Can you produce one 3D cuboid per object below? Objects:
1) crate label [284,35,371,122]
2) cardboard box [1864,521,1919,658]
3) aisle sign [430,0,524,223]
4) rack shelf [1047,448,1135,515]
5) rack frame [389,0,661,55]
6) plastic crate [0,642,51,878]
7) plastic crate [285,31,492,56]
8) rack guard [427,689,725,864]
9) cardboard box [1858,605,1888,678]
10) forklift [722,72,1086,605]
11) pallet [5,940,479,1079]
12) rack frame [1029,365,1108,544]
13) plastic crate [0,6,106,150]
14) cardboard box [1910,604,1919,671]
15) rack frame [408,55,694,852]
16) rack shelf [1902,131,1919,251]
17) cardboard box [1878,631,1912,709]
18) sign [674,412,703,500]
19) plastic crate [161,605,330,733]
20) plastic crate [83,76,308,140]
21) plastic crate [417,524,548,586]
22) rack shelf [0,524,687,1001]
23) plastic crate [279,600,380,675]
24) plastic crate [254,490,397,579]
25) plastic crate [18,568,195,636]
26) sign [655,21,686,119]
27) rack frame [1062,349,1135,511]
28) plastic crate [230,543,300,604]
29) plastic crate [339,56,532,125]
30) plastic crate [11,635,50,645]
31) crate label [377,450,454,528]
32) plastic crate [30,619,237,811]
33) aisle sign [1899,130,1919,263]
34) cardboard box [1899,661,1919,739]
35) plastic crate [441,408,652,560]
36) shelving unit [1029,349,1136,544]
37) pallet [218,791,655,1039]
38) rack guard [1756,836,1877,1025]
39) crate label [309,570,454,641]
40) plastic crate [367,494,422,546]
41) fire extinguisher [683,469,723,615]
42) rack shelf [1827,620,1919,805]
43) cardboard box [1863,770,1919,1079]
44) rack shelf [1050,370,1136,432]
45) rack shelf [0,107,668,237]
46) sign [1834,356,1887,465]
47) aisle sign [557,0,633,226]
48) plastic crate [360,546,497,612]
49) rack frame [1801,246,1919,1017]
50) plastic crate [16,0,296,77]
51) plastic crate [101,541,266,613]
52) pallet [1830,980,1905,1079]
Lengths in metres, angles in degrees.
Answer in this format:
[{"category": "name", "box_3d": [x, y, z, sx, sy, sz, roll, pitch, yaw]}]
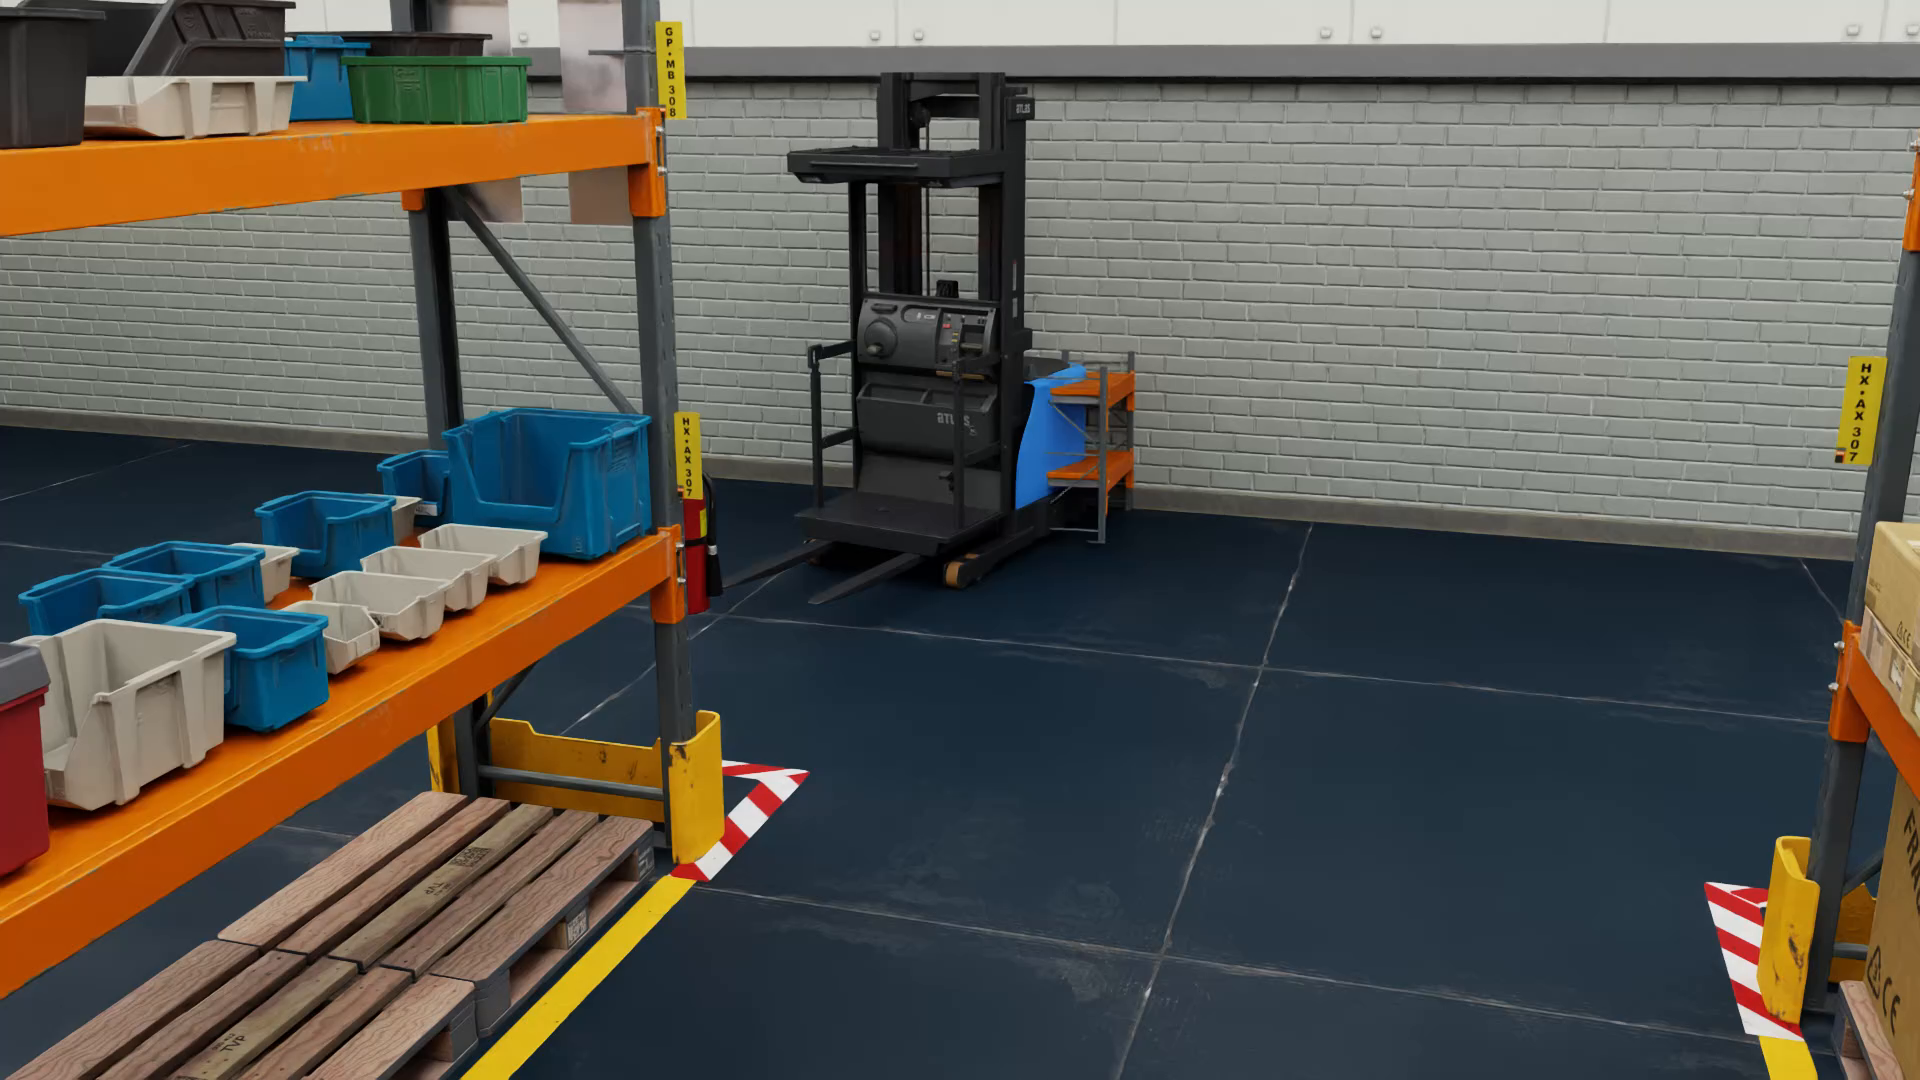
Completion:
[{"category": "crate label", "box_3d": [-2.105, -1.425, 5.133, 0.408, 0.251, 0.502, 5, 16, 16]}, {"category": "cardboard box", "box_3d": [2.821, 0.148, 4.542, 0.500, 0.250, 0.500, 4, 16, 14]}, {"category": "aisle sign", "box_3d": [-1.797, -1.563, 6.078, 0.394, 0.787, 0.004, 5, 16, 16]}, {"category": "rack shelf", "box_3d": [0.818, -0.408, 11.088, 0.538, 0.278, 1.000, 3, 13, 15]}, {"category": "rack frame", "box_3d": [-1.532, -3.156, 5.466, 1.000, 3.000, 0.127, 5, 16, 16]}, {"category": "plastic crate", "box_3d": [-2.175, 0.503, 3.333, 0.402, 0.464, 0.583, 5, 16, 16]}, {"category": "plastic crate", "box_3d": [-1.909, -1.571, 5.615, 0.497, 0.269, 0.590, 5, 16, 16]}, {"category": "rack guard", "box_3d": [-1.538, 0.925, 6.652, 1.175, 0.500, 0.348, 5, 16, 16]}, {"category": "cardboard box", "box_3d": [2.799, 0.302, 4.728, 0.380, 0.149, 0.250, 5, 17, 17]}, {"category": "forklift", "box_3d": [-0.309, -1.260, 9.901, 1.130, 2.935, 3.031, 9, 18, 28]}, {"category": "pallet", "box_3d": [-2.153, 1.602, 4.794, 1.003, 0.211, 1.213, 5, 16, 16]}, {"category": "rack frame", "box_3d": [0.681, -0.543, 10.557, 0.500, 1.125, 0.032, 3, 13, 15]}, {"category": "plastic crate", "box_3d": [-2.053, -0.908, 3.275, 0.497, 0.269, 0.590, 5, 16, 16]}, {"category": "cardboard box", "box_3d": [2.680, 0.284, 4.060, 0.500, 0.250, 0.500, 4, 16, 15]}, {"category": "rack frame", "box_3d": [-1.532, -0.270, 6.285, 1.000, 3.000, 0.127, 5, 16, 16]}, {"category": "rack shelf", "box_3d": [2.648, -0.460, 2.775, 1.077, 0.370, 4.000, 5, 16, 16]}, {"category": "cardboard box", "box_3d": [2.727, 0.369, 4.491, 0.380, 0.149, 0.250, 4, 16, 15]}, {"category": "sign", "box_3d": [-1.000, -0.310, 6.127, 0.100, 0.325, 0.005, 5, 16, 16]}, {"category": "plastic crate", "box_3d": [-1.870, 0.339, 4.335, 0.416, 0.233, 0.300, 5, 16, 16]}, {"category": "plastic crate", "box_3d": [-1.882, -1.027, 3.938, 0.437, 0.136, 0.530, 5, 16, 16]}, {"category": "plastic crate", "box_3d": [-1.591, 0.055, 5.511, 0.396, 0.136, 0.243, 5, 16, 16]}, {"category": "rack shelf", "box_3d": [-2.101, 0.599, 4.538, 1.077, 0.370, 4.000, 5, 16, 16]}, {"category": "plastic crate", "box_3d": [-1.809, 0.284, 4.706, 0.298, 0.136, 0.250, 5, 16, 16]}, {"category": "plastic crate", "box_3d": [-2.105, -0.007, 5.555, 0.416, 0.233, 0.300, 5, 16, 16]}, {"category": "plastic crate", "box_3d": [-2.378, 0.244, 4.671, 0.416, 0.233, 0.300, 5, 16, 16]}, {"category": "sign", "box_3d": [-1.000, -1.624, 5.754, 0.100, 0.325, 0.005, 5, 16, 16]}, {"category": "rack frame", "box_3d": [0.952, -0.751, 11.515, 0.500, 1.125, 0.032, 3, 13, 15]}, {"category": "plastic crate", "box_3d": [-2.282, 0.122, 5.276, 0.250, 0.136, 0.298, 5, 16, 16]}, {"category": "plastic crate", "box_3d": [-1.539, -1.331, 4.917, 0.450, 0.188, 0.336, 5, 16, 16]}, {"category": "plastic crate", "box_3d": [-2.463, 0.395, 4.312, 0.293, 0.136, 0.466, 5, 16, 16]}, {"category": "crate label", "box_3d": [-1.918, -0.179, 6.162, 0.416, 0.233, 0.303, 5, 16, 16]}, {"category": "plastic crate", "box_3d": [-2.059, 0.419, 3.961, 0.437, 0.282, 0.530, 5, 16, 16]}, {"category": "aisle sign", "box_3d": [2.949, -1.179, 4.724, 0.394, 0.787, 0.004, 5, 16, 16]}, {"category": "cardboard box", "box_3d": [2.655, 0.436, 4.255, 0.380, 0.149, 0.250, 4, 16, 15]}, {"category": "plastic crate", "box_3d": [-1.449, -0.214, 5.912, 0.616, 0.435, 0.499, 5, 16, 16]}, {"category": "shelving unit", "box_3d": [0.817, -0.647, 11.036, 0.538, 1.125, 1.048, 3, 13, 15]}, {"category": "pallet", "box_3d": [-1.804, 1.284, 5.915, 1.003, 0.211, 1.213, 5, 16, 16]}, {"category": "rack guard", "box_3d": [3.223, 1.310, 5.294, 1.175, 0.500, 0.348, 5, 16, 16]}, {"category": "crate label", "box_3d": [-1.743, 0.205, 4.984, 0.396, 0.136, 0.243, 5, 16, 16]}, {"category": "plastic crate", "box_3d": [-2.089, -0.056, 5.902, 0.250, 0.136, 0.298, 5, 16, 16]}, {"category": "fire extinguisher", "box_3d": [-1.054, -0.058, 6.361, 0.296, 0.674, 0.183, 5, 16, 16]}, {"category": "rack shelf", "box_3d": [2.648, 0.983, 3.184, 1.077, 0.370, 4.000, 5, 16, 16]}, {"category": "cardboard box", "box_3d": [3.111, 1.108, 4.551, 0.875, 0.875, 0.875, 5, 16, 16]}, {"category": "rack shelf", "box_3d": [0.815, -0.933, 10.975, 0.538, 0.278, 1.000, 3, 13, 15]}, {"category": "rack shelf", "box_3d": [-2.101, -0.844, 4.129, 1.077, 0.370, 4.000, 5, 16, 16]}, {"category": "sign", "box_3d": [2.686, -0.385, 4.959, 0.100, 0.325, 0.005, 5, 16, 16]}, {"category": "aisle sign", "box_3d": [-1.231, -1.517, 5.917, 0.394, 0.787, 0.004, 5, 16, 16]}, {"category": "plastic crate", "box_3d": [-1.687, 0.130, 5.248, 0.396, 0.136, 0.243, 5, 16, 16]}, {"category": "rack frame", "box_3d": [3.216, 0.114, 4.931, 1.000, 3.000, 0.127, 5, 16, 16]}, {"category": "plastic crate", "box_3d": [-2.230, -1.305, 4.550, 0.504, 0.338, 0.767, 5, 16, 16]}, {"category": "plastic crate", "box_3d": [-2.292, 0.165, 4.947, 0.416, 0.233, 0.300, 5, 16, 16]}, {"category": "pallet", "box_3d": [3.064, 1.671, 4.552, 1.003, 0.211, 1.213, 5, 16, 16]}]
